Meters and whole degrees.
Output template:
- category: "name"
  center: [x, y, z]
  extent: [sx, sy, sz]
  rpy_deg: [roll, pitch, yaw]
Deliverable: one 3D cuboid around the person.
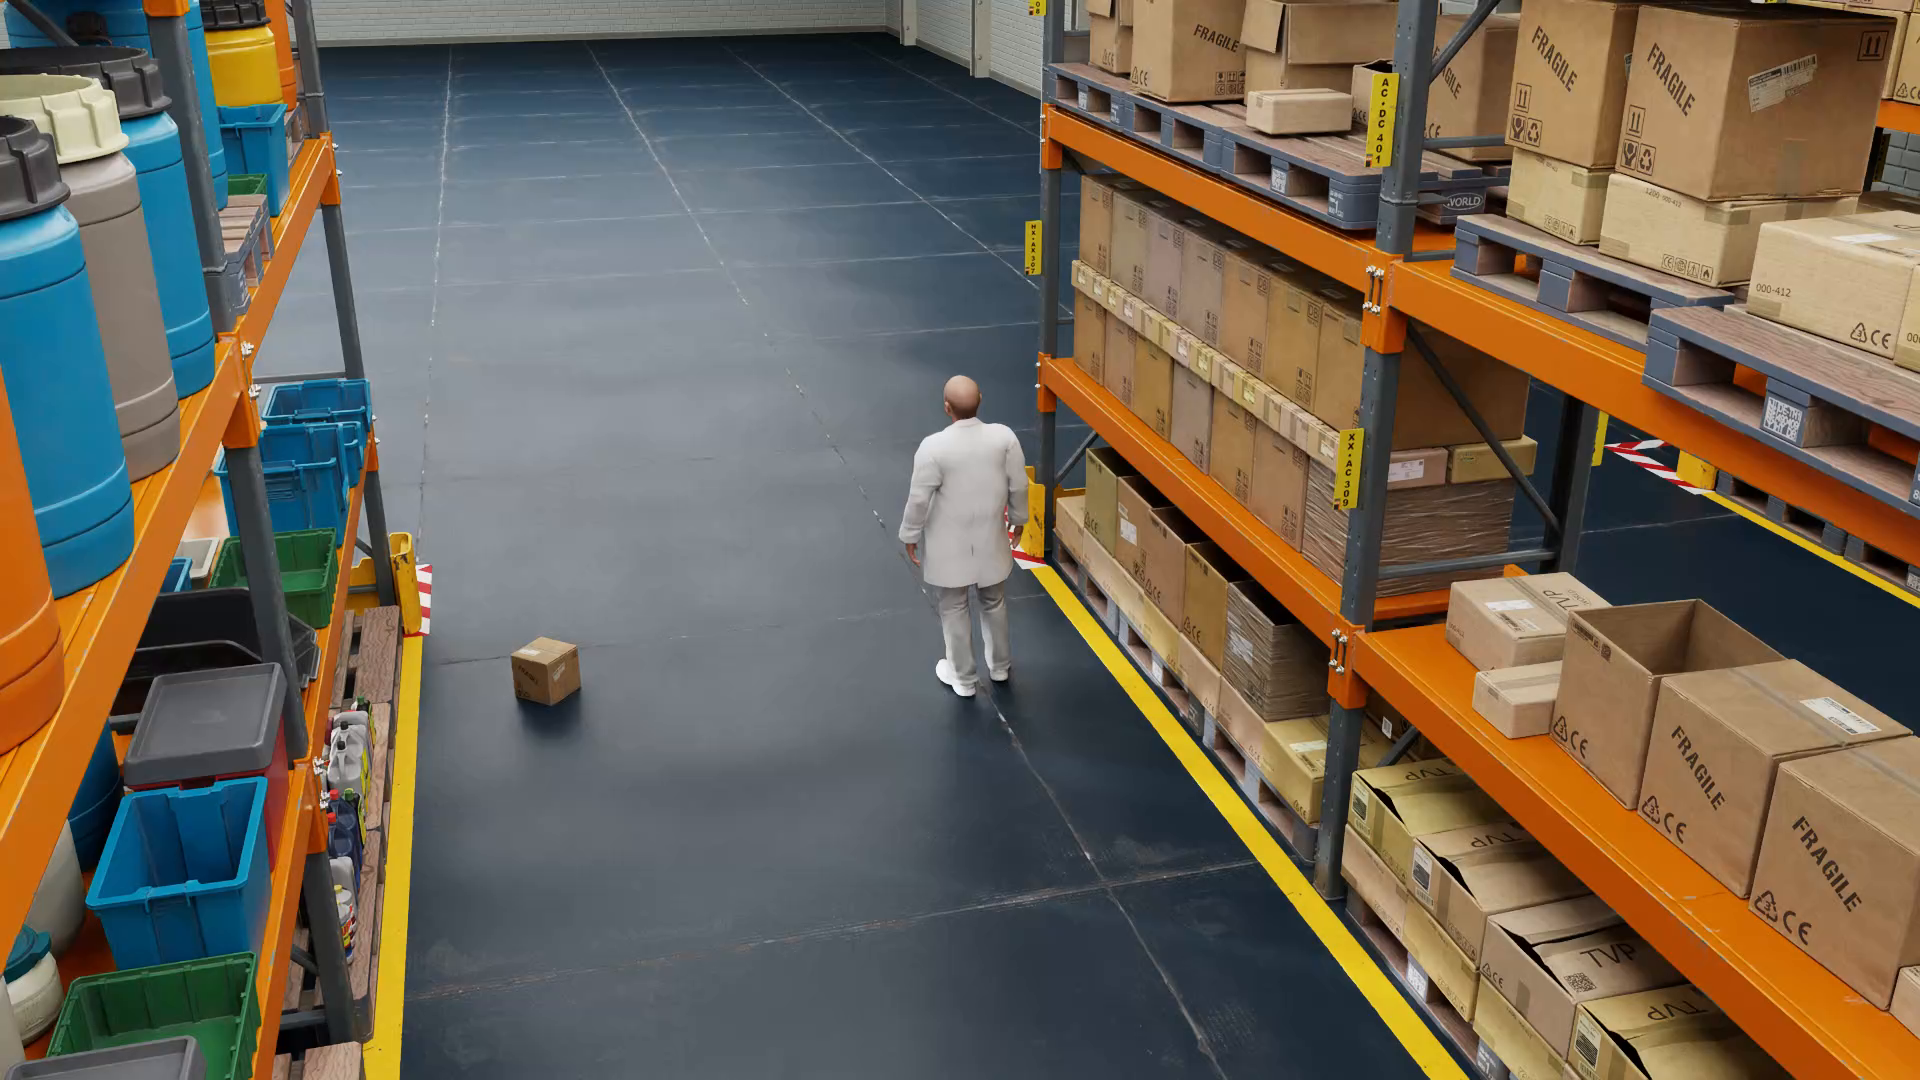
- category: "person"
  center: [0.004, -0.043, 8.711]
  extent: [0.698, 1.765, 0.578]
  rpy_deg: [-6, 23, -14]
